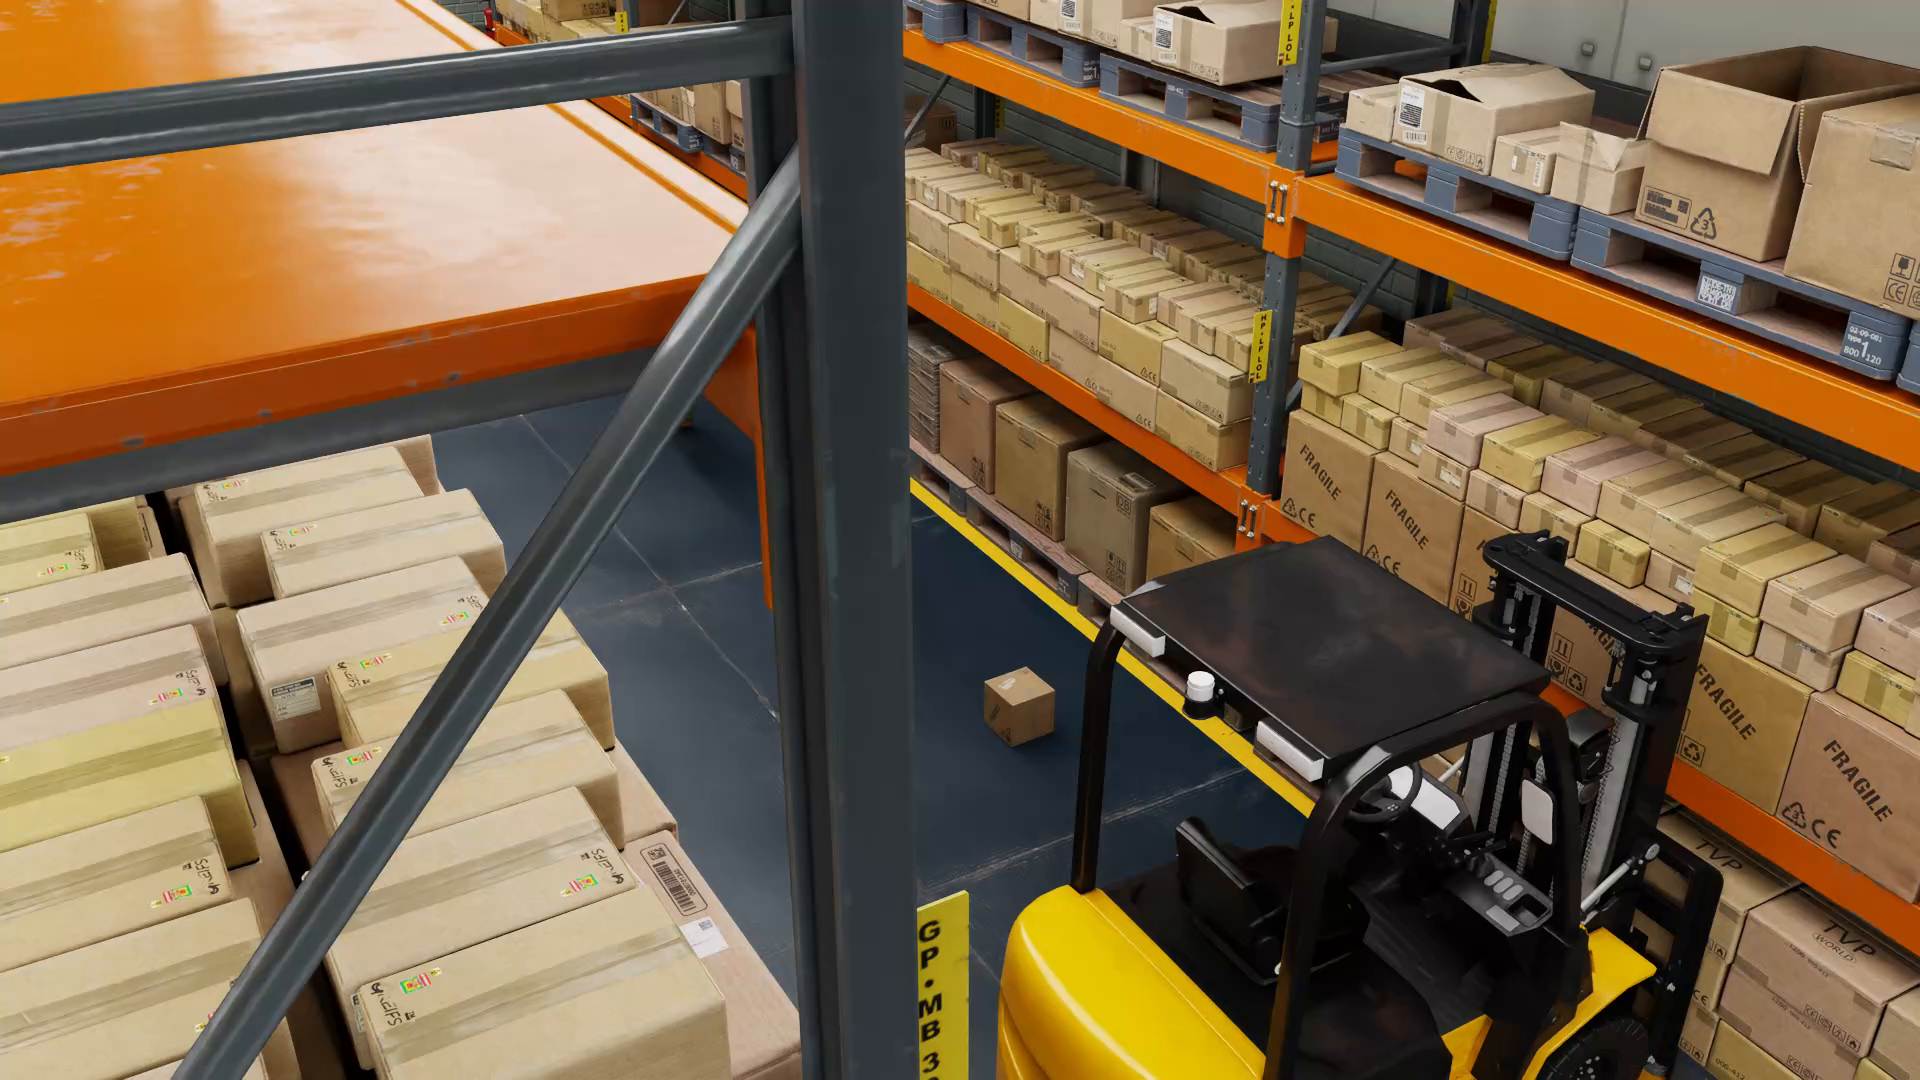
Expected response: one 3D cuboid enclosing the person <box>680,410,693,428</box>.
[{"bbox_3d":[-1.967,-1.615,11.006,0.547,1.803,0.452,-16,32,-26],"label":"person"}]
